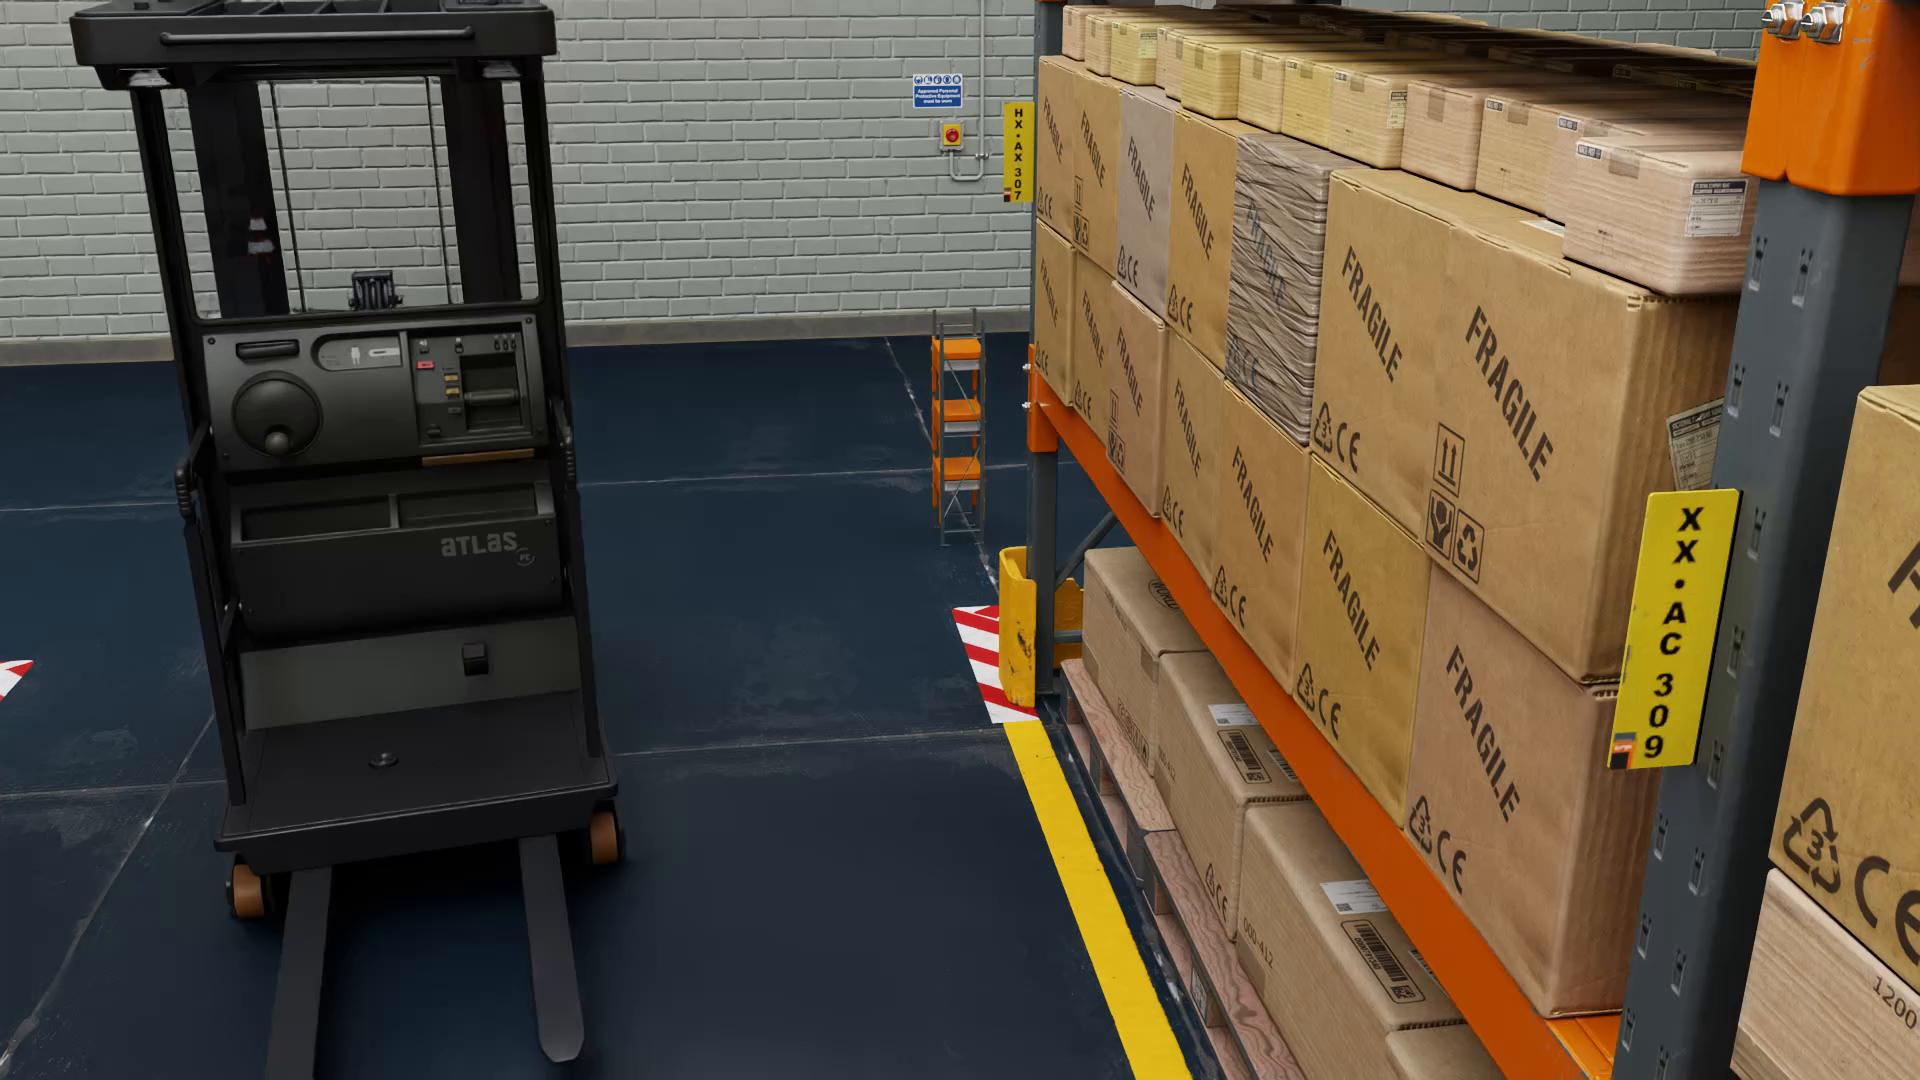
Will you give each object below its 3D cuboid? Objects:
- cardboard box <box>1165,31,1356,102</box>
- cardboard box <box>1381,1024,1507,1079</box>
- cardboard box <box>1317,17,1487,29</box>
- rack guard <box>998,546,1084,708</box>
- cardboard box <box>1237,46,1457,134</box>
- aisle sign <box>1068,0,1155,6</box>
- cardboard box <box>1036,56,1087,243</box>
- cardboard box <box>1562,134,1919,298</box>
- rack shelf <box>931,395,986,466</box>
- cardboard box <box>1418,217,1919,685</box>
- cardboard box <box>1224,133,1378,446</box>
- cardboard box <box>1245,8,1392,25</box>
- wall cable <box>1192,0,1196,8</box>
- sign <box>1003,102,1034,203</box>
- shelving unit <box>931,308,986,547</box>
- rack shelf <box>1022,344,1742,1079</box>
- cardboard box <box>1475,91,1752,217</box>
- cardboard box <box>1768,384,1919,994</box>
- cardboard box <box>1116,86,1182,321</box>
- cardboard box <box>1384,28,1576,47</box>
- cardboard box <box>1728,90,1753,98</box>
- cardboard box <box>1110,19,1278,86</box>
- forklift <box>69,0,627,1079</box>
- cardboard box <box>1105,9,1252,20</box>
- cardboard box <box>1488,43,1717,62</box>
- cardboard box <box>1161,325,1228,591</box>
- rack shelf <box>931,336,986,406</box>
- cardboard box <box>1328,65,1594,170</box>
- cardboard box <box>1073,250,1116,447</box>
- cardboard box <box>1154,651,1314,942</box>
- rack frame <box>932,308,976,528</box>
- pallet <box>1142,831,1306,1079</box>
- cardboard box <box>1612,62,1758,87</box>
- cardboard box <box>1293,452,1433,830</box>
[{"bbox_3d":[0.695,-1.102,3.880,0.380,0.149,0.250,-3,21,-7],"label":"cardboard box"},{"bbox_3d":[1.338,1.296,3.020,0.875,0.438,0.875,-3,21,-9],"label":"cardboard box"},{"bbox_3d":[1.172,-1.313,4.446,0.380,0.149,0.250,-2,21,-7],"label":"cardboard box"},{"bbox_3d":[0.742,0.293,6.217,1.175,0.500,0.348,-3,21,-8],"label":"rack guard"},{"bbox_3d":[0.791,-0.924,3.405,0.380,0.149,0.250,-3,21,-8],"label":"cardboard box"},{"bbox_3d":[0.448,-2.098,5.330,0.394,0.787,0.004,-3,21,-8],"label":"aisle sign"},{"bbox_3d":[0.533,-1.204,5.081,0.500,0.500,0.500,-3,21,-9],"label":"cardboard box"},{"bbox_3d":[0.963,-0.394,1.985,0.380,0.149,0.250,-3,21,-9],"label":"cardboard box"},{"bbox_3d":[-0.008,-0.500,7.586,0.215,0.259,0.240,-3,21,-8],"label":"rack shelf"},{"bbox_3d":[0.981,-0.149,2.257,0.500,0.500,0.500,-3,21,-8],"label":"cardboard box"},{"bbox_3d":[0.833,-0.501,3.199,0.500,0.500,0.500,-3,21,-7],"label":"cardboard box"},{"bbox_3d":[1.056,-1.488,4.913,0.380,0.149,0.250,-3,21,-7],"label":"cardboard box"},{"bbox_3d":[1.311,-3.372,11.005,0.588,1.984,0.122,-3,21,-8],"label":"wall cable"},{"bbox_3d":[0.195,-1.286,5.522,0.100,0.325,0.005,-3,21,-8],"label":"sign"},{"bbox_3d":[-0.008,-0.510,7.582,0.215,1.050,0.252,-3,21,-8],"label":"shelving unit"},{"bbox_3d":[1.034,0.160,4.029,1.077,0.370,4.000,-3,21,-8],"label":"rack shelf"},{"bbox_3d":[1.006,-0.578,2.477,0.380,0.149,0.250,-3,21,-8],"label":"cardboard box"},{"bbox_3d":[1.101,0.167,1.410,0.500,0.500,0.500,-3,21,-7],"label":"cardboard box"},{"bbox_3d":[0.696,-0.848,4.127,0.500,0.500,0.500,-3,21,-8],"label":"cardboard box"},{"bbox_3d":[1.233,-1.135,3.970,0.380,0.149,0.250,-2,21,-6],"label":"cardboard box"},{"bbox_3d":[1.402,-0.600,2.537,0.380,0.149,0.250,-3,21,-8],"label":"cardboard box"},{"bbox_3d":[0.611,-1.279,4.353,0.380,0.149,0.250,-4,21,-10],"label":"cardboard box"},{"bbox_3d":[-1.644,-0.435,4.691,1.130,2.935,3.031,-6,21,-16],"label":"forklift"},{"bbox_3d":[0.631,-1.465,4.851,0.380,0.149,0.250,-2,21,-6],"label":"cardboard box"},{"bbox_3d":[1.332,-0.954,3.485,0.380,0.149,0.250,-3,21,-8],"label":"cardboard box"},{"bbox_3d":[0.775,-0.212,3.855,0.500,0.500,0.500,-2,21,-6],"label":"cardboard box"},{"bbox_3d":[-0.008,-0.766,7.486,0.215,0.259,0.240,-3,21,-8],"label":"rack shelf"},{"bbox_3d":[0.880,-0.749,2.936,0.380,0.149,0.250,-3,21,-8],"label":"cardboard box"},{"bbox_3d":[0.631,-0.562,4.791,0.500,0.500,0.500,-3,21,-9],"label":"cardboard box"},{"bbox_3d":[1.080,0.674,4.686,0.875,0.438,0.875,-2,21,-6],"label":"cardboard box"},{"bbox_3d":[-0.025,-0.553,7.695,0.200,1.050,0.008,-3,21,-8],"label":"rack frame"},{"bbox_3d":[1.111,1.131,4.386,1.003,0.211,1.213,-3,21,-8],"label":"pallet"},{"bbox_3d":[1.417,-0.783,3.026,0.380,0.149,0.250,-4,21,-9],"label":"cardboard box"},{"bbox_3d":[0.922,0.143,2.903,0.500,0.500,0.500,-3,21,-9],"label":"cardboard box"}]
